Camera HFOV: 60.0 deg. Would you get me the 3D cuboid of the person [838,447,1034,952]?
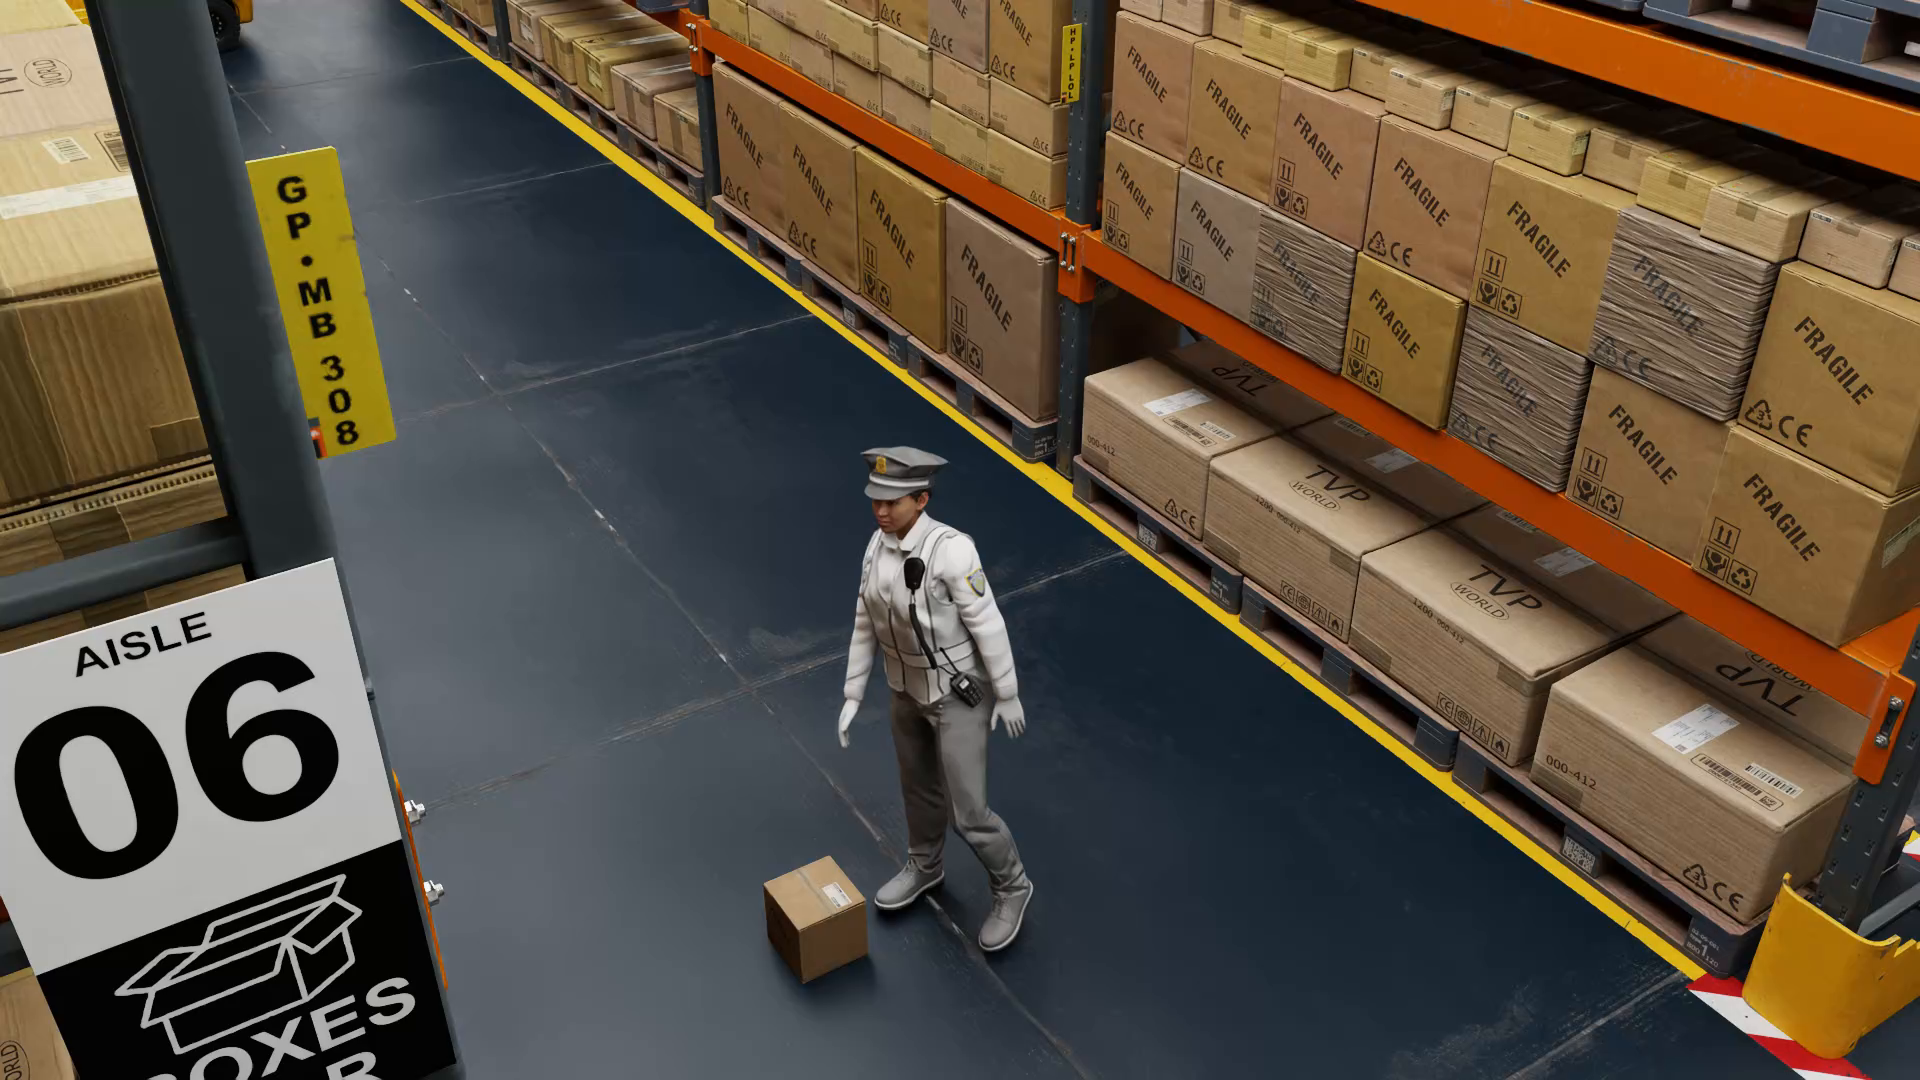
[{"bbox_3d":[-0.098,0.538,5.254,0.485,1.686,0.717,-22,39,-30],"label":"person"}]
